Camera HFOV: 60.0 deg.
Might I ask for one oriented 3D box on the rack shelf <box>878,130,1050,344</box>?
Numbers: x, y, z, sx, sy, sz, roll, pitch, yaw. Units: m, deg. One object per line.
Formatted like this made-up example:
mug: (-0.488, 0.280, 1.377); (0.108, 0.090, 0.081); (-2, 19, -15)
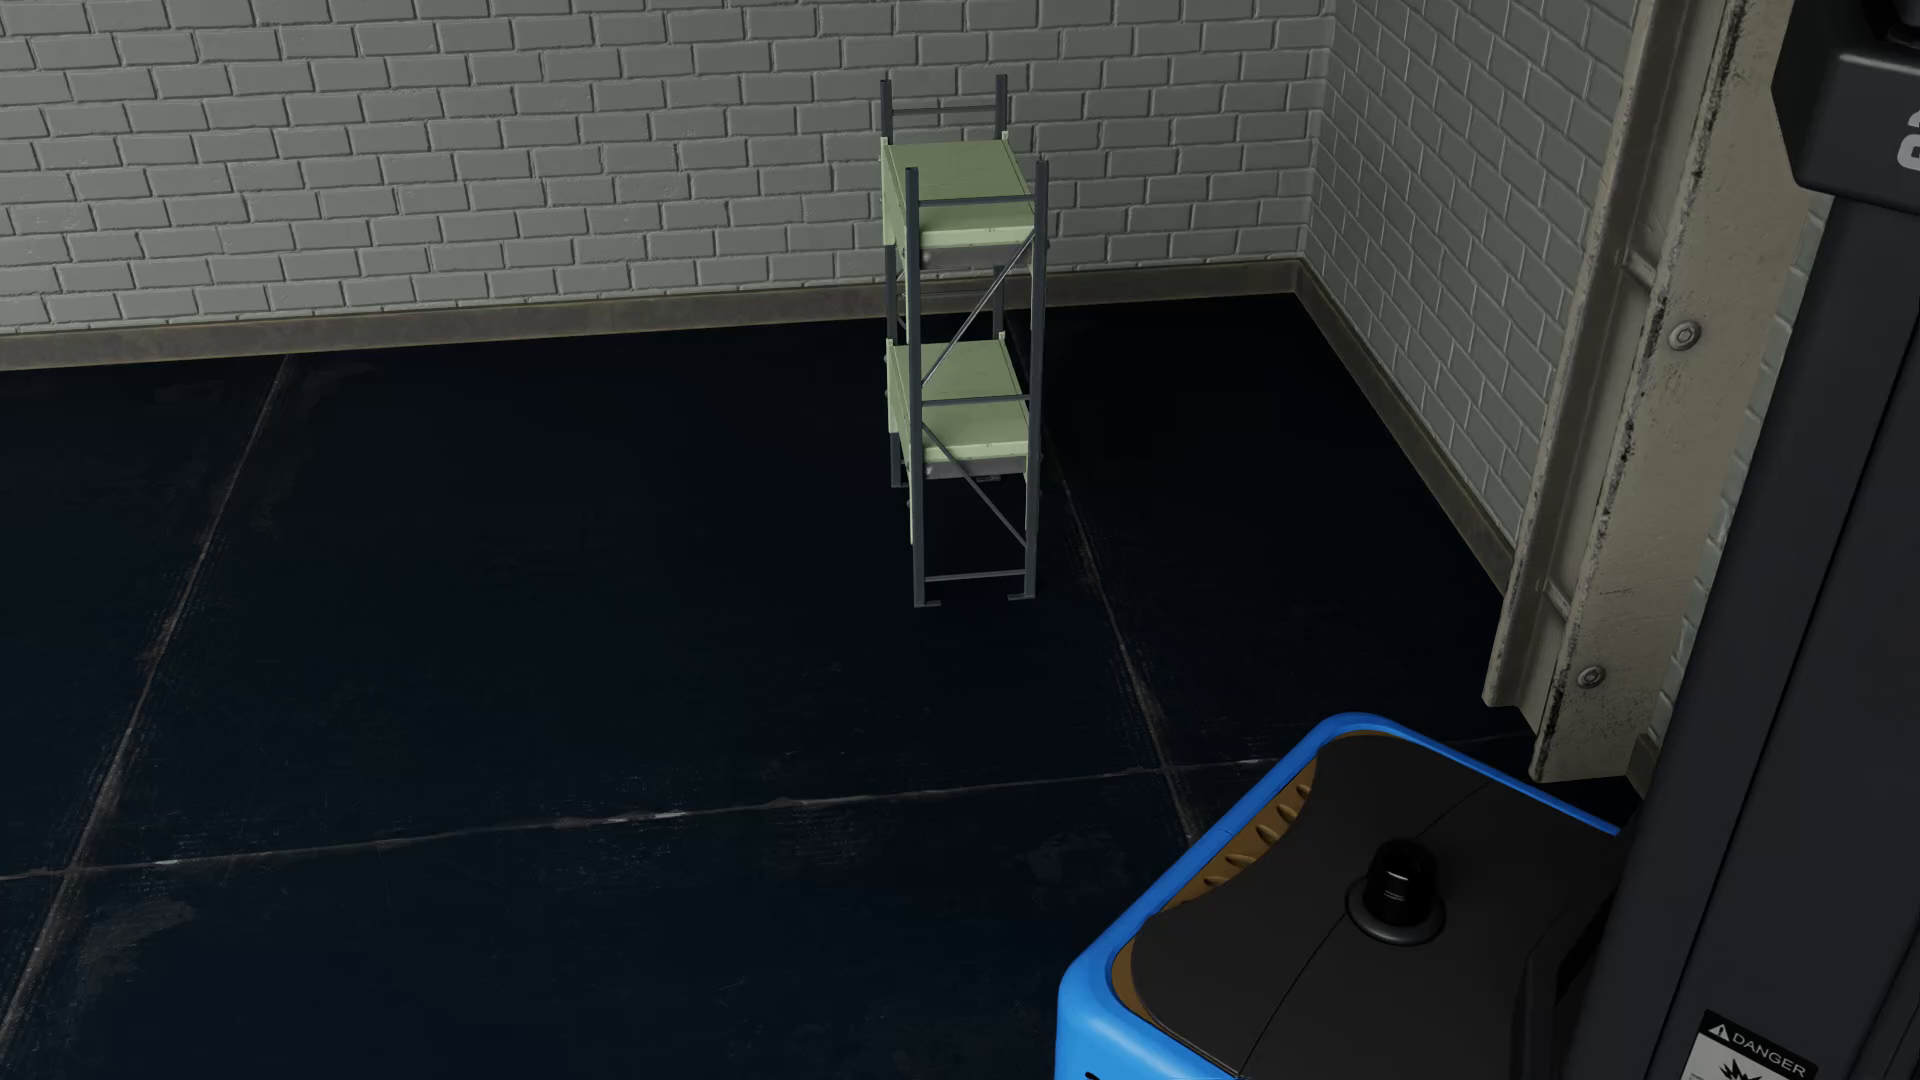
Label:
rack shelf: (-0.001, -0.946, 5.113); (0.431, 0.370, 0.720); (-4, 35, -6)

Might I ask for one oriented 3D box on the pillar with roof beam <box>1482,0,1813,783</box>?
pillar with roof beam: (-2.503, -2.822, 1.900); (9.100, 9.000, 0.400); (-4, 35, -6)

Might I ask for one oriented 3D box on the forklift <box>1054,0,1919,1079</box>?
forklift: (1.598, 0.743, 2.057); (3.031, 2.935, 1.130); (26, 42, 32)

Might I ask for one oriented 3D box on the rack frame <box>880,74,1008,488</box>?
rack frame: (-0.050, -0.828, 5.633); (0.400, 1.500, 0.023); (-4, 35, -6)

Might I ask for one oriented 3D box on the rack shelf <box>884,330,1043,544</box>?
rack shelf: (-0.001, -0.354, 5.517); (0.431, 0.370, 0.720); (-4, 35, -6)

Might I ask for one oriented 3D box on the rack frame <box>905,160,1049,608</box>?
rack frame: (0.048, -0.419, 5.033); (0.400, 1.500, 0.023); (-4, 35, -6)

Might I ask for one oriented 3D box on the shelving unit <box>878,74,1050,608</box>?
shelving unit: (-0.001, -0.623, 5.333); (0.431, 1.500, 0.755); (-4, 35, -6)
